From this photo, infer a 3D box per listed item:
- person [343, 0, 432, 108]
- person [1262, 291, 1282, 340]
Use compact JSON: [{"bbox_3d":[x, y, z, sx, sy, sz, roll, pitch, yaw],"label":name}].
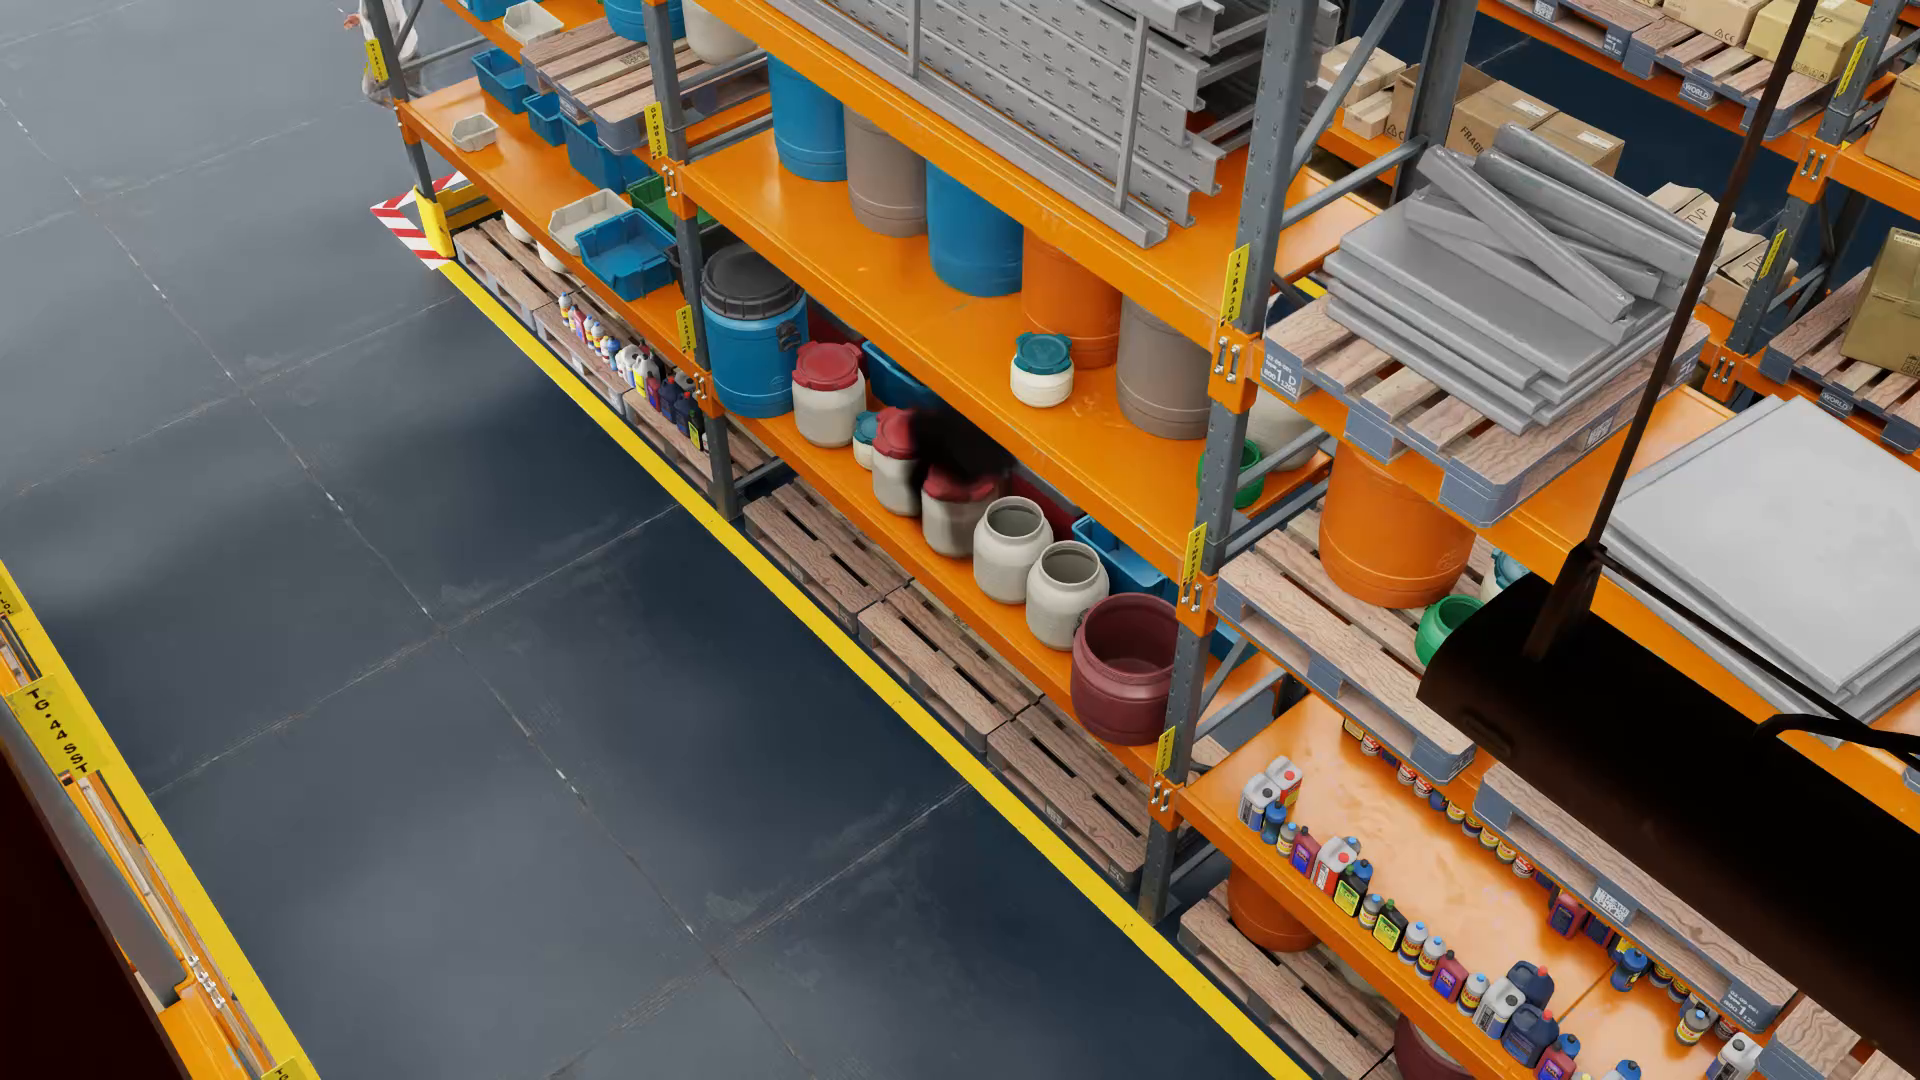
[{"bbox_3d":[-4.674,-4.034,13.612,0.736,1.728,0.683,2,47,2],"label":"person"},{"bbox_3d":[1.904,-1.564,10.838,0.853,1.830,0.663,28,52,24],"label":"person"}]
